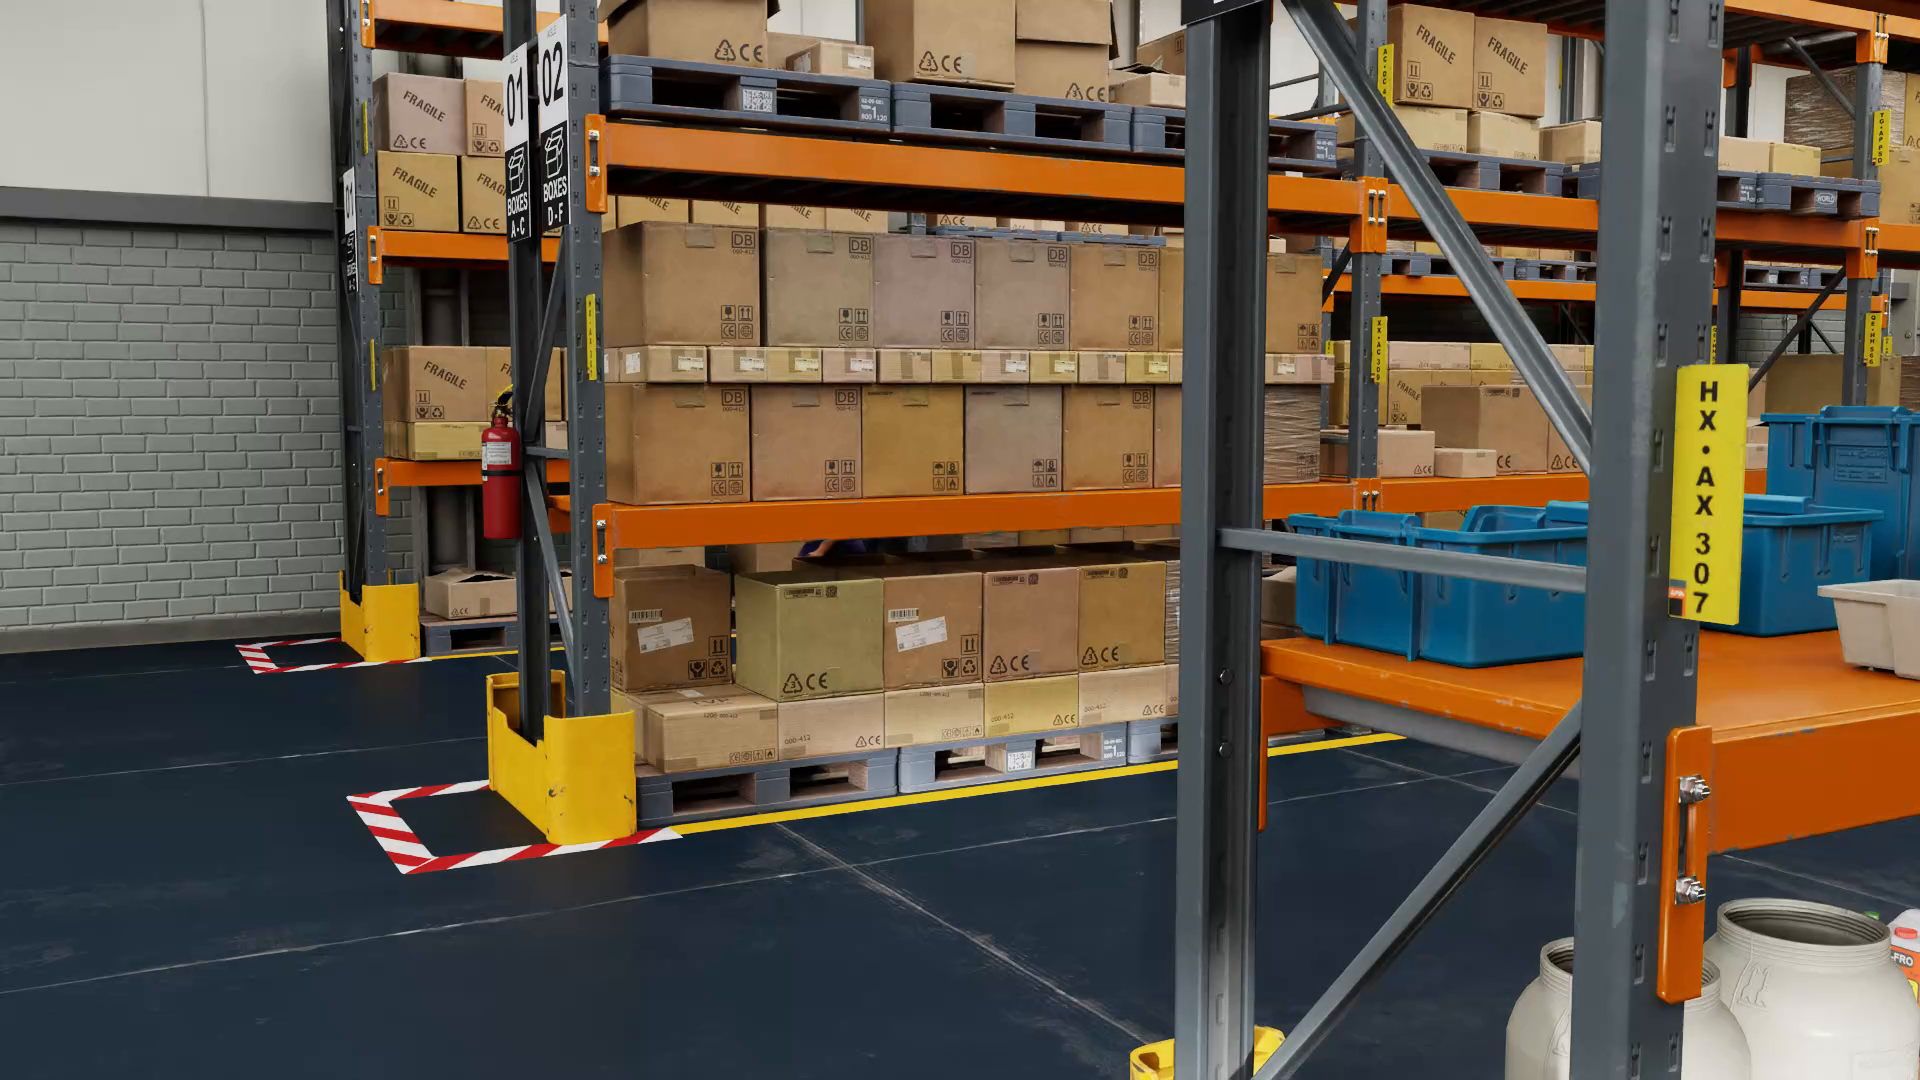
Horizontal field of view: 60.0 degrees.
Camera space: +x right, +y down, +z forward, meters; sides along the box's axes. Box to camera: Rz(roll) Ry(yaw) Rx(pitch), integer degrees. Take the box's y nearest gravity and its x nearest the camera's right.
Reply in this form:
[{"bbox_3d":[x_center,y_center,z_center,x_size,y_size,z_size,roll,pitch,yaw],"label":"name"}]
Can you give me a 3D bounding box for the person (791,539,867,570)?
[{"bbox_3d":[-0.766,0.080,9.771,1.031,1.574,0.485,-3,6,-28],"label":"person"}]
